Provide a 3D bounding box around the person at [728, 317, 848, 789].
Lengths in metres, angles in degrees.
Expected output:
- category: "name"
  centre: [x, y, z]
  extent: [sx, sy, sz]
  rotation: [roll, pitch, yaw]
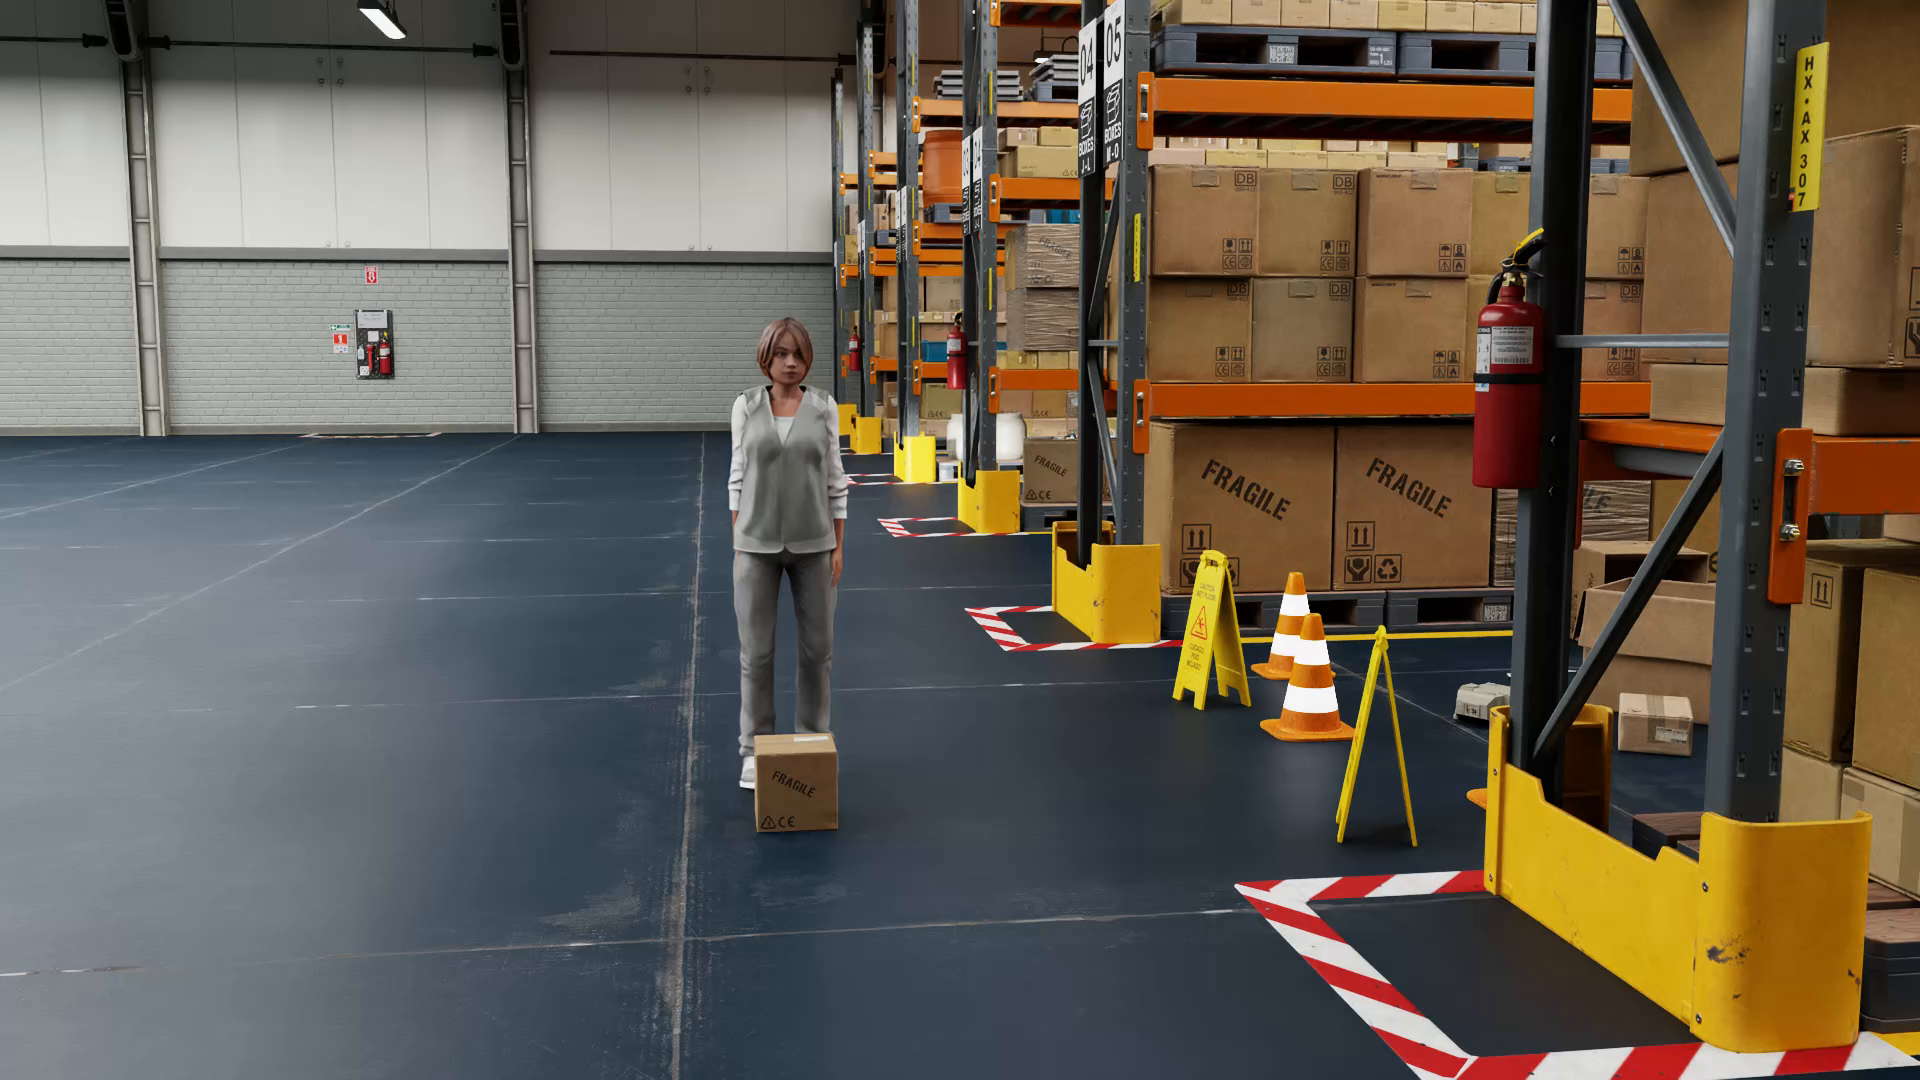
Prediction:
- category: "person"
  centre: [-0.580, 0.056, 5.657]
  extent: [0.406, 1.617, 0.310]
  rotation: [-1, 7, -7]
